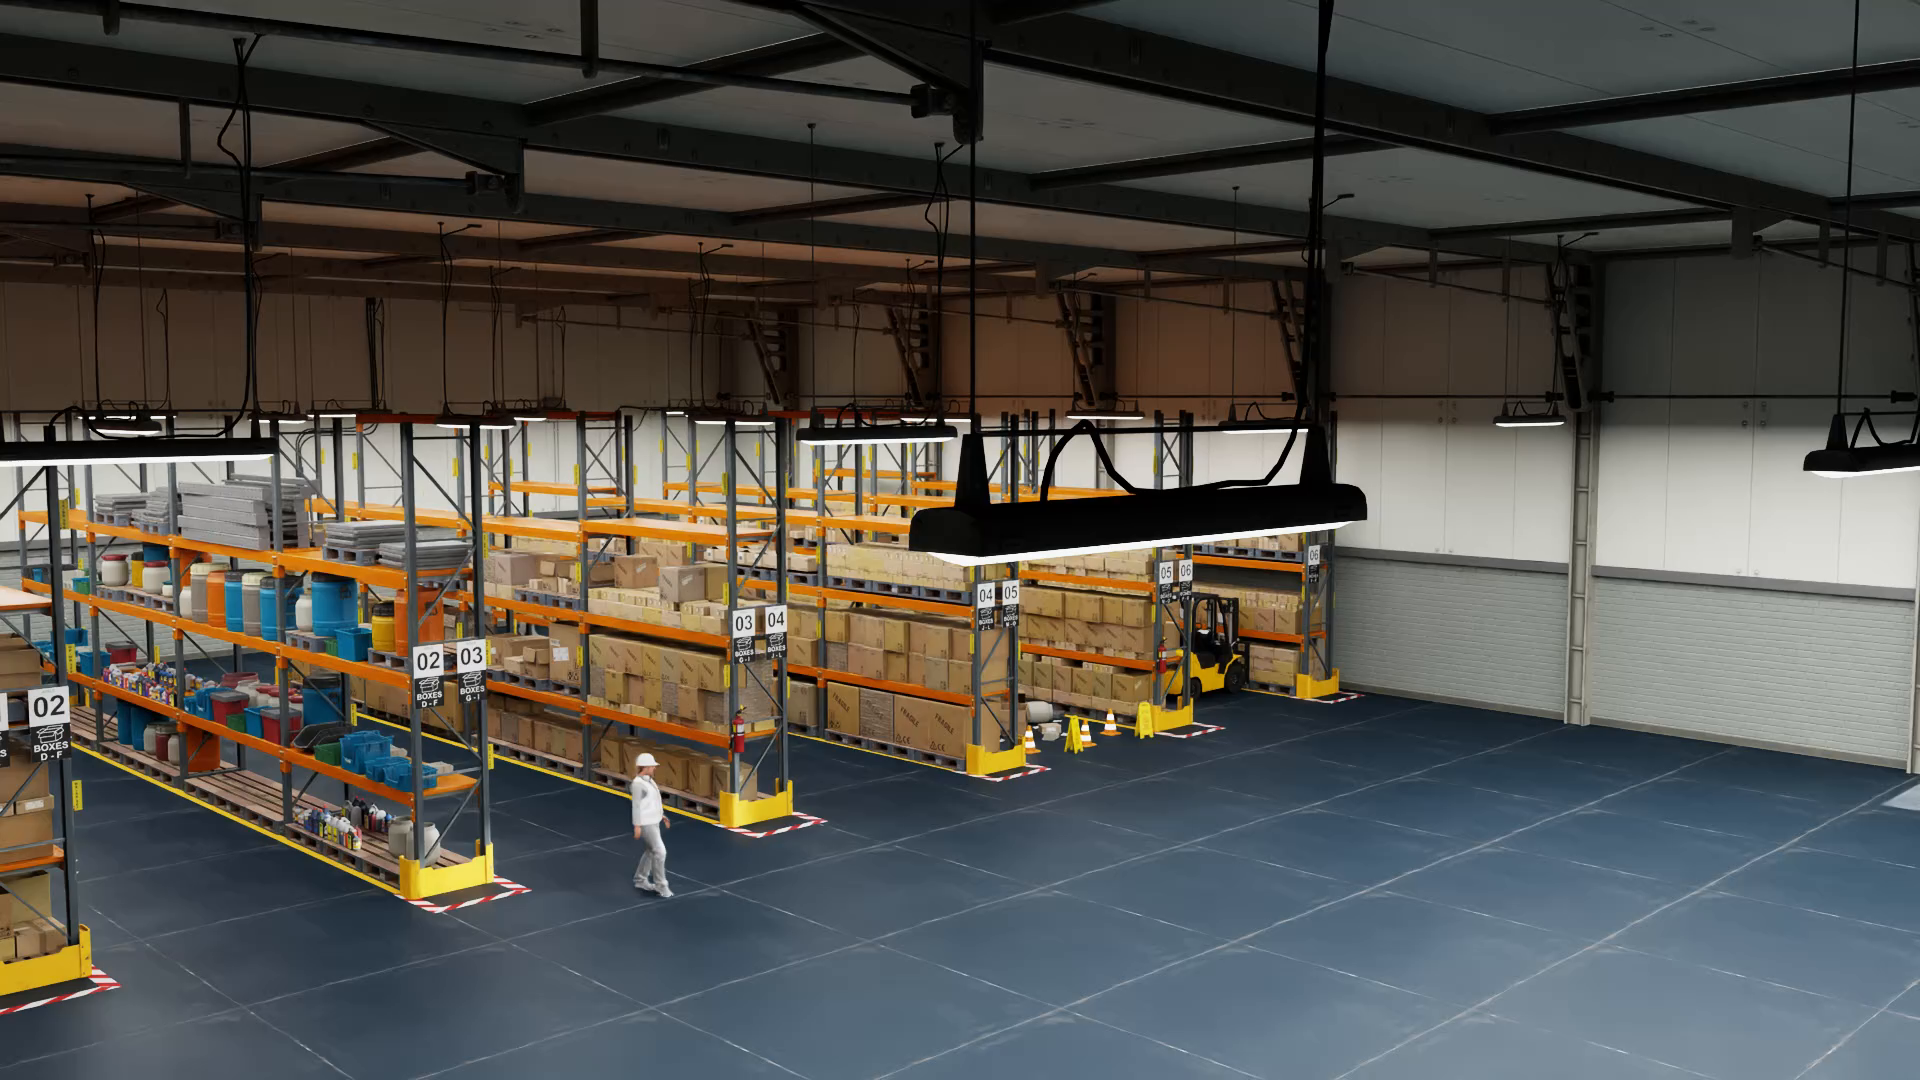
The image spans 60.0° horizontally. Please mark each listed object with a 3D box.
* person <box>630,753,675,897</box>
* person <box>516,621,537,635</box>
[{"bbox_3d":[-3.899,3.630,21.203,0.599,1.822,0.565,0,5,4],"label":"person"},{"bbox_3d":[-10.725,1.917,40.854,0.889,1.720,0.565,-2,5,-22],"label":"person"}]
